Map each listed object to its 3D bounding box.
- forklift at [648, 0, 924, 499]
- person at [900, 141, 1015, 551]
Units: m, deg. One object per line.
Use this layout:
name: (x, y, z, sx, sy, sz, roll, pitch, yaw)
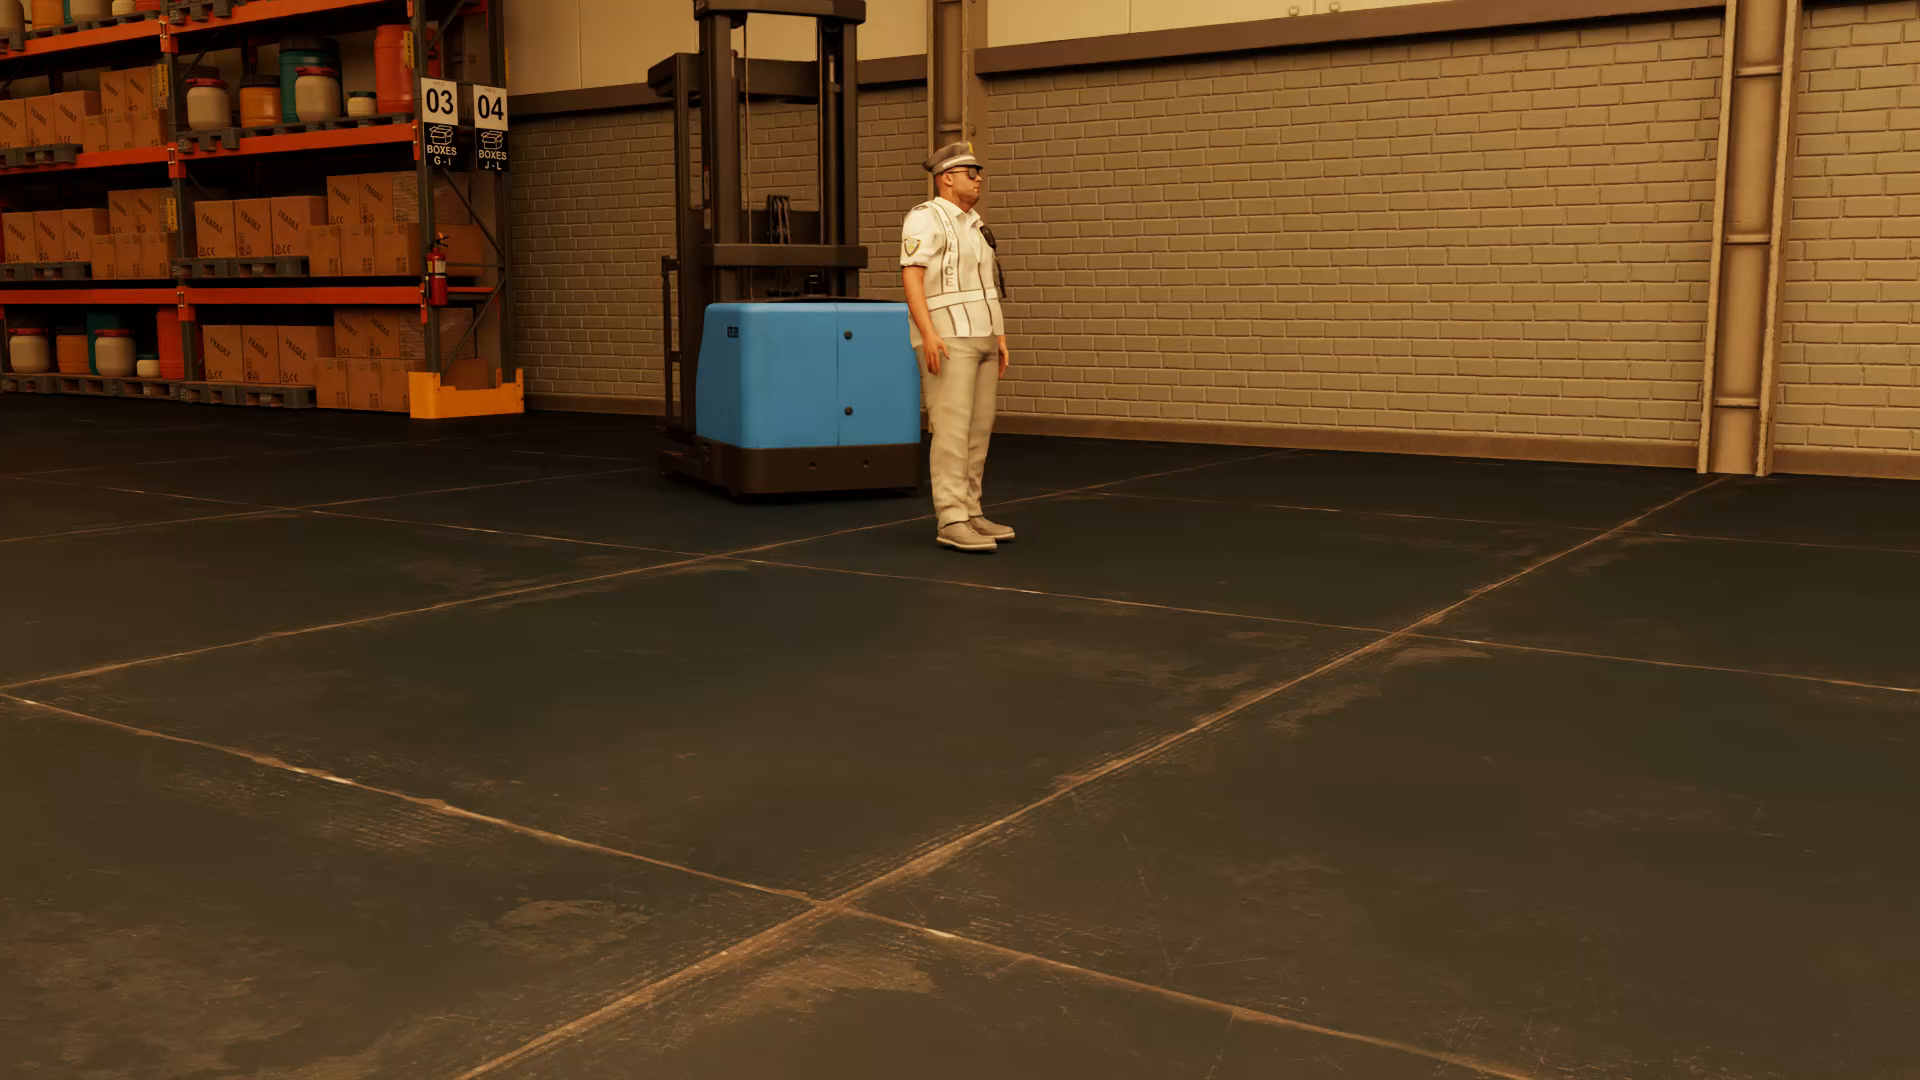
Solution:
forklift: (-1.249, -1.843, 10.154, 1.130, 2.935, 3.031, -3, 9, -23)
person: (0.059, -0.883, 7.424, 0.573, 1.780, 0.641, 5, 10, 34)
